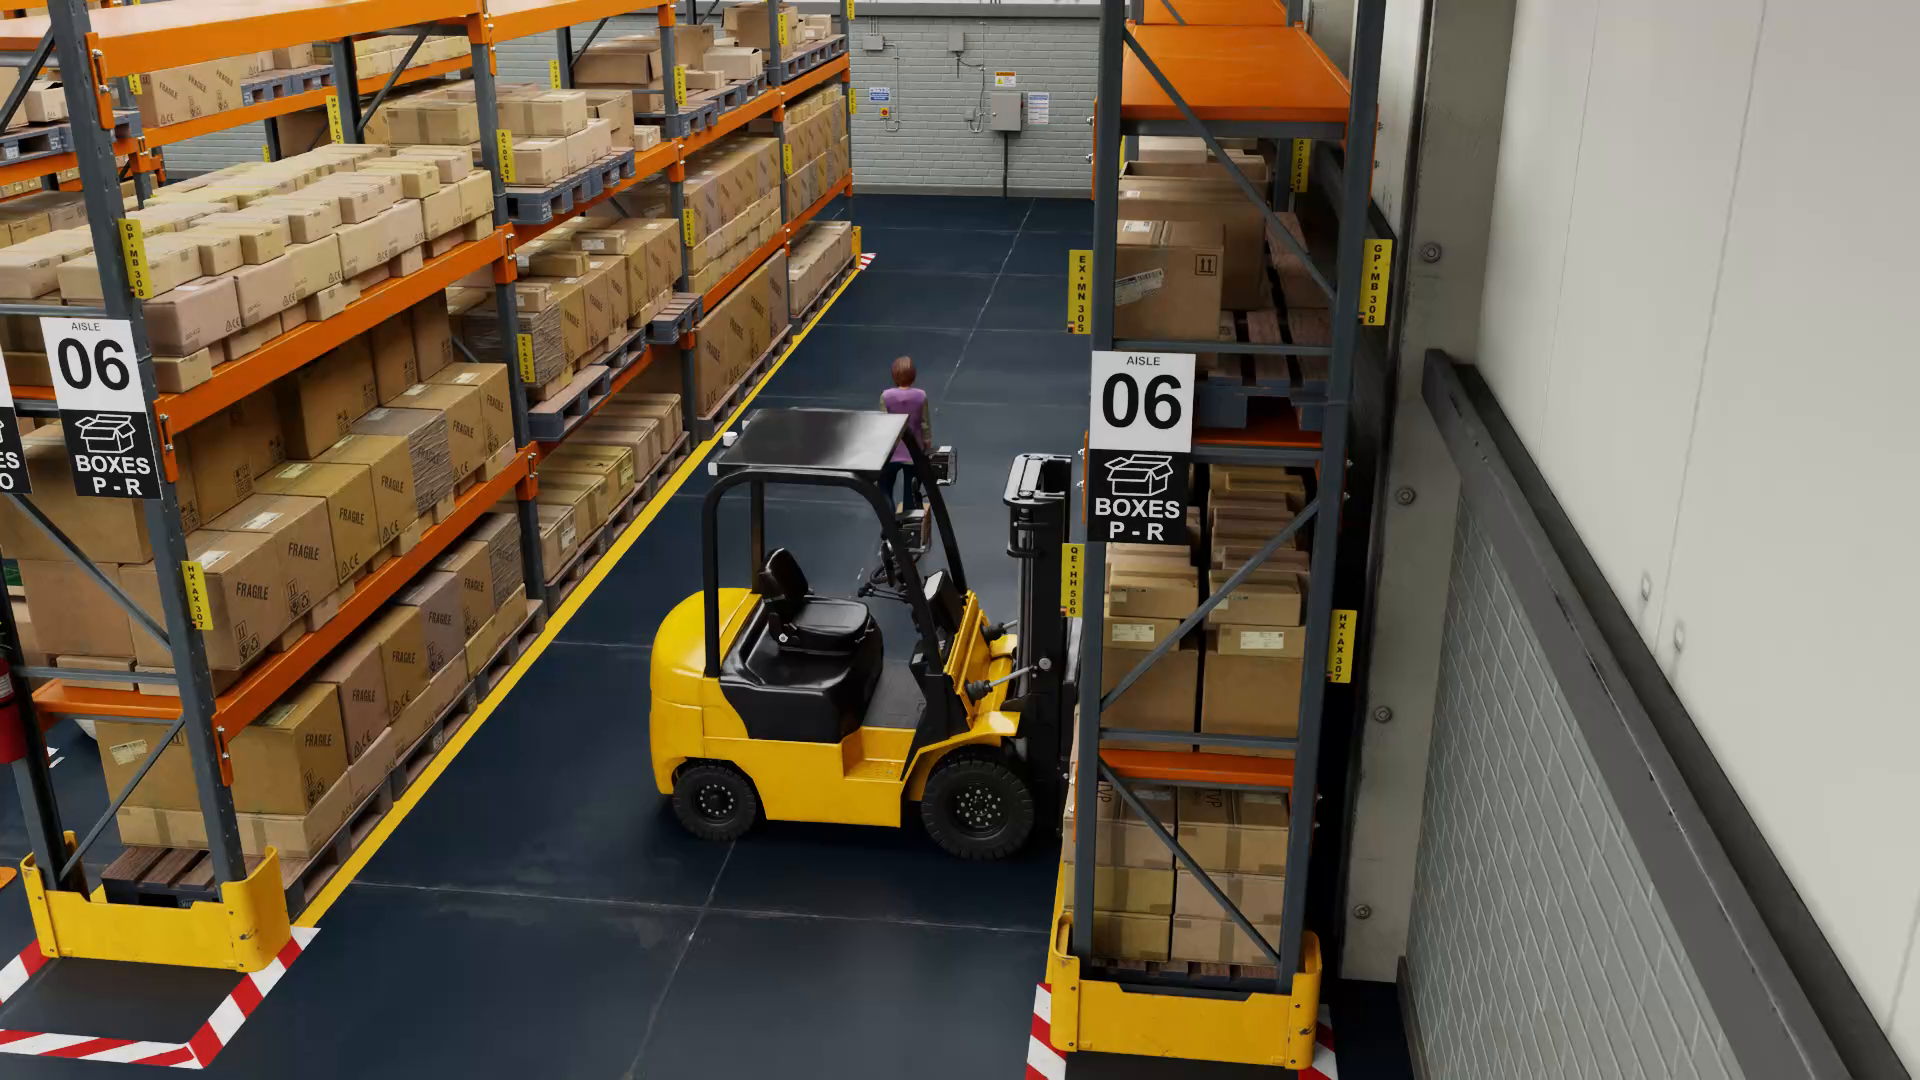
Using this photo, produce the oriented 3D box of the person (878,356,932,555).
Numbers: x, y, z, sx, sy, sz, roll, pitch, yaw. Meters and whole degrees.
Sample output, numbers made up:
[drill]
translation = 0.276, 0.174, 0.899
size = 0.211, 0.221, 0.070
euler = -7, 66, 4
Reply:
[person]
translation = -0.430, -0.625, 12.645
size = 0.432, 1.588, 0.425
euler = -1, 22, -3
